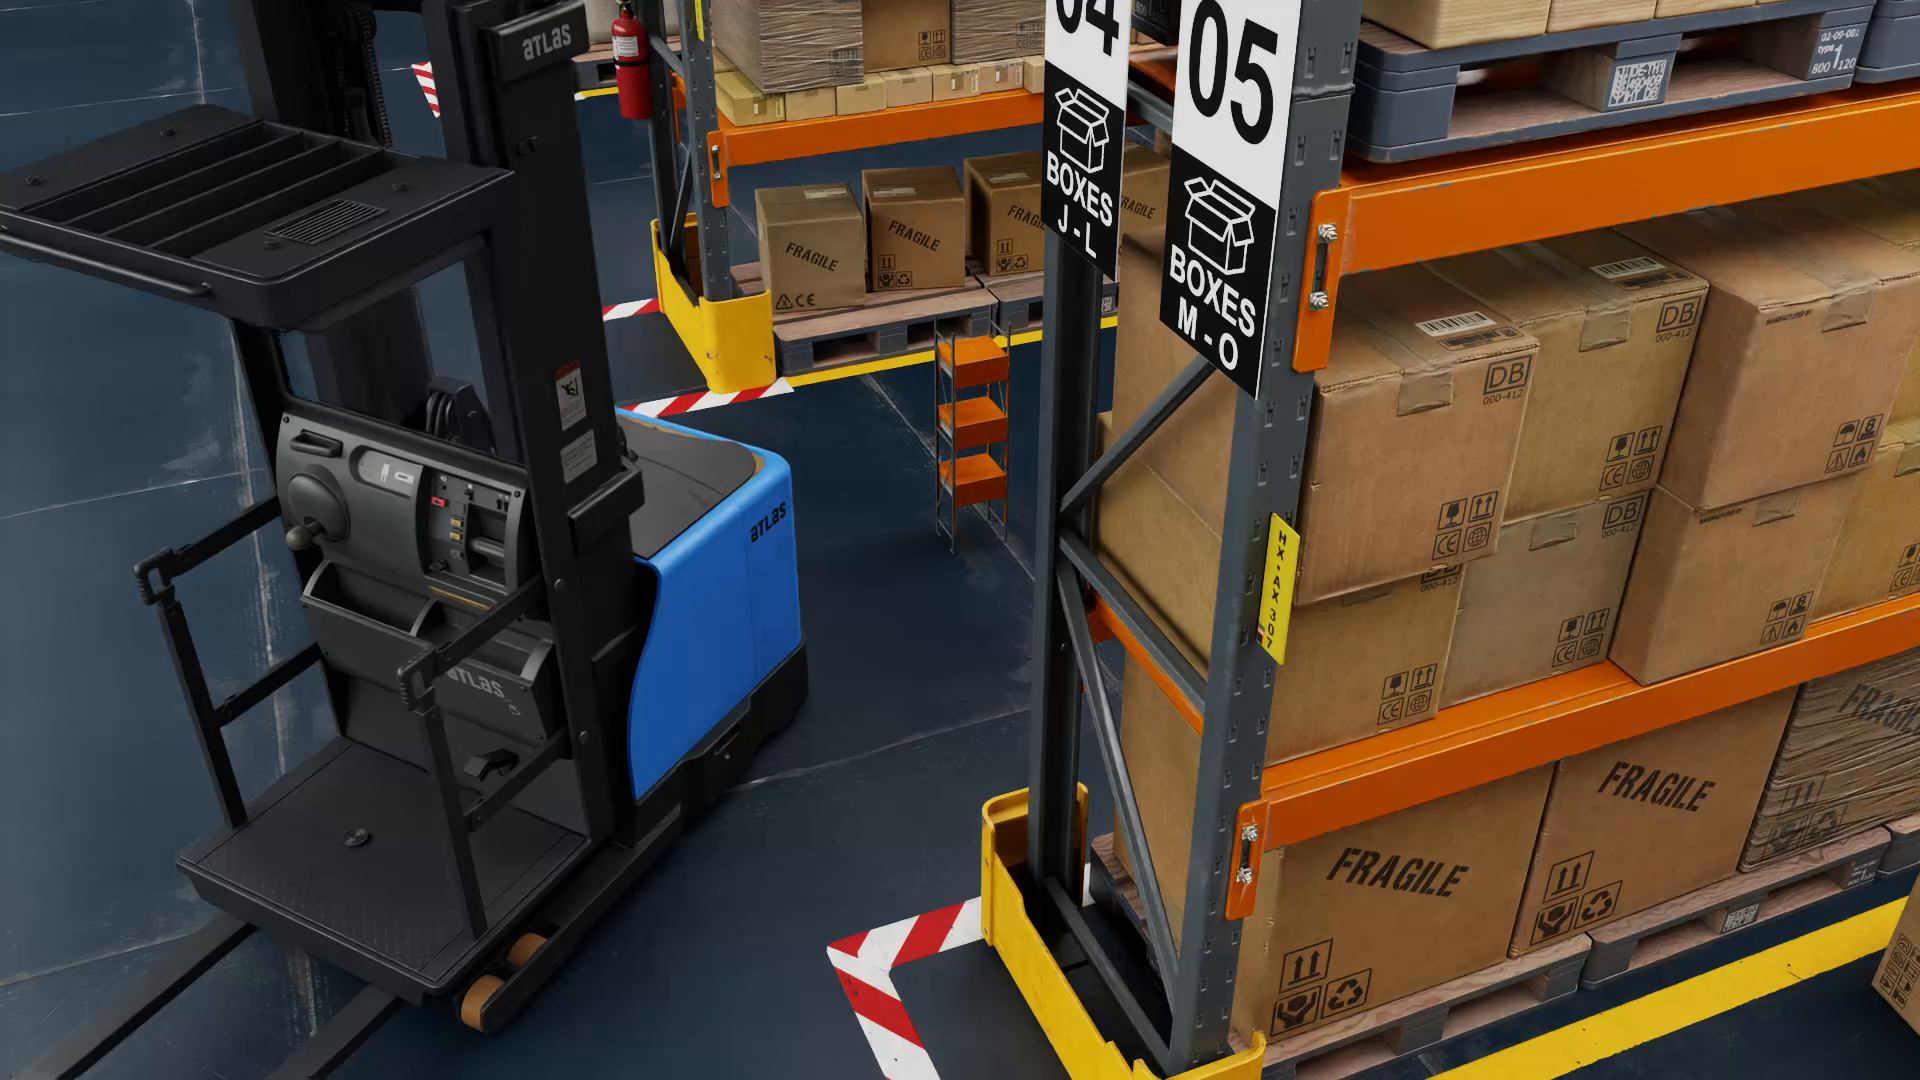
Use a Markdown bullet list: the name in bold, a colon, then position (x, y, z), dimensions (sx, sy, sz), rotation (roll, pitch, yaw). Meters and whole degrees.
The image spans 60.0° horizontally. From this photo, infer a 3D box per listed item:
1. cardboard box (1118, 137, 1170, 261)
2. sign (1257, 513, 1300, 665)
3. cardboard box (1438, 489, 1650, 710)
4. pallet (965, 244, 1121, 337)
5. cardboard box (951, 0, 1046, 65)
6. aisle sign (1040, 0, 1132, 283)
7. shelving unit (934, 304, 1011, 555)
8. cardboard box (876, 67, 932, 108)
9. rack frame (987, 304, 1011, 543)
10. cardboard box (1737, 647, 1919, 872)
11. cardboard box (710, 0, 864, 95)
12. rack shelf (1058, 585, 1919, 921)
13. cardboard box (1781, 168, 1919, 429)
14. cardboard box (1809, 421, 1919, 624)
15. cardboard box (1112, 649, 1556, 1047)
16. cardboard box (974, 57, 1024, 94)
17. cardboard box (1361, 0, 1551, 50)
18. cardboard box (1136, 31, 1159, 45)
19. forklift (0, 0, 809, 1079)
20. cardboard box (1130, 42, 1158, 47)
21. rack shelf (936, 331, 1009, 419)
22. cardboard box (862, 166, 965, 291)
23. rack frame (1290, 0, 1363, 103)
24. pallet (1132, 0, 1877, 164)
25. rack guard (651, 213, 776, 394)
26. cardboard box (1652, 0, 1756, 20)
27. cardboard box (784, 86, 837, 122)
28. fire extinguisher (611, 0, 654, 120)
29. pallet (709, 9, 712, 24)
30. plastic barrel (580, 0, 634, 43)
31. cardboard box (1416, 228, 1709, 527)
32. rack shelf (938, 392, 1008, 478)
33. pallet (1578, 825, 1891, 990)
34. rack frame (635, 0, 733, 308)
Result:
- **cardboard box**: position (0.863, -1.908, 9.339), dimensions (0.500, 0.500, 0.500), rotation (-16, 36, -23)
- **sign**: position (0.663, 0.105, 3.472), dimensions (0.005, 0.325, 0.100), rotation (-13, 35, -19)
- **cardboard box**: position (1.277, -0.071, 4.471), dimensions (0.550, 0.550, 0.875), rotation (-13, 35, -19)
- **pallet**: position (0.583, -1.551, 9.441), dimensions (1.213, 0.211, 1.003), rotation (-13, 35, -19)
- **cardboard box**: position (0.037, -2.814, 8.459), dimensions (0.500, 0.500, 0.875), rotation (-13, 35, -19)
- **aisle sign**: position (0.272, -1.005, 3.661), dimensions (0.004, 0.787, 0.394), rotation (-13, 35, -19)
- **shelving unit**: position (0.049, -0.451, 6.981), dimensions (0.252, 1.050, 0.215), rotation (-13, 35, -19)
- **cardboard box**: position (-0.321, -2.282, 8.236), dimensions (0.250, 0.149, 0.380), rotation (-13, 35, -19)
- **rack frame**: position (0.162, -0.477, 7.021), dimensions (0.008, 1.050, 0.200), rotation (-13, 35, -19)
- **cardboard box**: position (2.705, 0.380, 5.478), dimensions (0.875, 0.875, 0.875), rotation (-13, 35, -19)
- **cardboard box**: position (-0.855, -2.564, 8.076), dimensions (0.500, 0.500, 0.875), rotation (-13, 35, -19)
- **rack shelf**: position (2.298, 0.100, 5.006), dimensions (4.000, 0.370, 1.077), rotation (-13, 35, -19)
- **cardboard box**: position (2.290, -0.744, 4.515), dimensions (0.500, 0.550, 0.875), rotation (-13, 35, -19)
- **cardboard box**: position (2.315, -0.258, 4.759), dimensions (0.500, 0.550, 0.875), rotation (-13, 35, -19)
- **cardboard box**: position (1.053, 0.759, 4.897), dimensions (0.875, 0.875, 0.875), rotation (-13, 35, -19)
- **cardboard box**: position (0.132, -2.397, 8.414), dimensions (0.250, 0.149, 0.380), rotation (-13, 35, -19)
- **cardboard box**: position (0.894, -1.061, 3.133), dimensions (0.250, 0.149, 0.380), rotation (-13, 35, -19)
- **cardboard box**: position (0.979, -2.998, 8.743), dimensions (0.500, 0.500, 0.875), rotation (-13, 35, -19)
- **forklift**: position (-1.712, -0.038, 4.621), dimensions (1.130, 2.935, 3.031), rotation (16, 36, 24)
- **cardboard box**: position (0.842, -2.532, 8.621), dimensions (0.250, 0.149, 0.380), rotation (-13, 35, -19)
- **rack shelf**: position (0.049, -0.680, 6.832), dimensions (0.240, 0.259, 0.215), rotation (-13, 35, -19)
- **cardboard box**: position (-0.253, -1.690, 9.004), dimensions (0.500, 0.500, 0.500), rotation (-4, 33, -6)
- **rack frame**: position (0.454, -2.294, 2.525), dimensions (0.127, 3.000, 1.000), rotation (-13, 35, -19)
- **pallet**: position (1.134, -1.161, 3.616), dimensions (1.213, 0.211, 1.003), rotation (-13, 35, -19)
- **rack guard**: position (-1.303, -1.263, 8.733), dimensions (0.348, 0.500, 1.175), rotation (-13, 35, -19)
- **cardboard box**: position (1.360, -1.167, 3.297), dimensions (0.250, 0.149, 0.380), rotation (-13, 35, -19)
- **cardboard box**: position (-0.780, -2.173, 8.070), dimensions (0.250, 0.149, 0.380), rotation (-13, 35, -19)
- **fire extinguisher**: position (-1.657, -2.470, 8.367), dimensions (0.183, 0.674, 0.296), rotation (-13, 35, -19)
- **pallet**: position (-1.364, -4.081, 13.328), dimensions (1.213, 0.211, 1.003), rotation (-13, 35, -19)
- **plastic barrel**: position (-2.713, -4.096, 12.691), dimensions (0.421, 0.512, 0.421), rotation (0, 33, 0)
- **cardboard box**: position (1.282, -0.516, 4.166), dimensions (0.550, 0.550, 0.875), rotation (-13, 35, -19)
- **rack shelf**: position (0.049, -0.442, 6.987), dimensions (0.240, 0.259, 0.215), rotation (-13, 35, -19)
- **pallet**: position (2.284, 0.926, 5.634), dimensions (1.213, 0.211, 1.003), rotation (-13, 35, -19)
- **rack frame**: position (-1.373, -2.295, 8.027), dimensions (0.127, 3.000, 1.000), rotation (-13, 35, -19)
